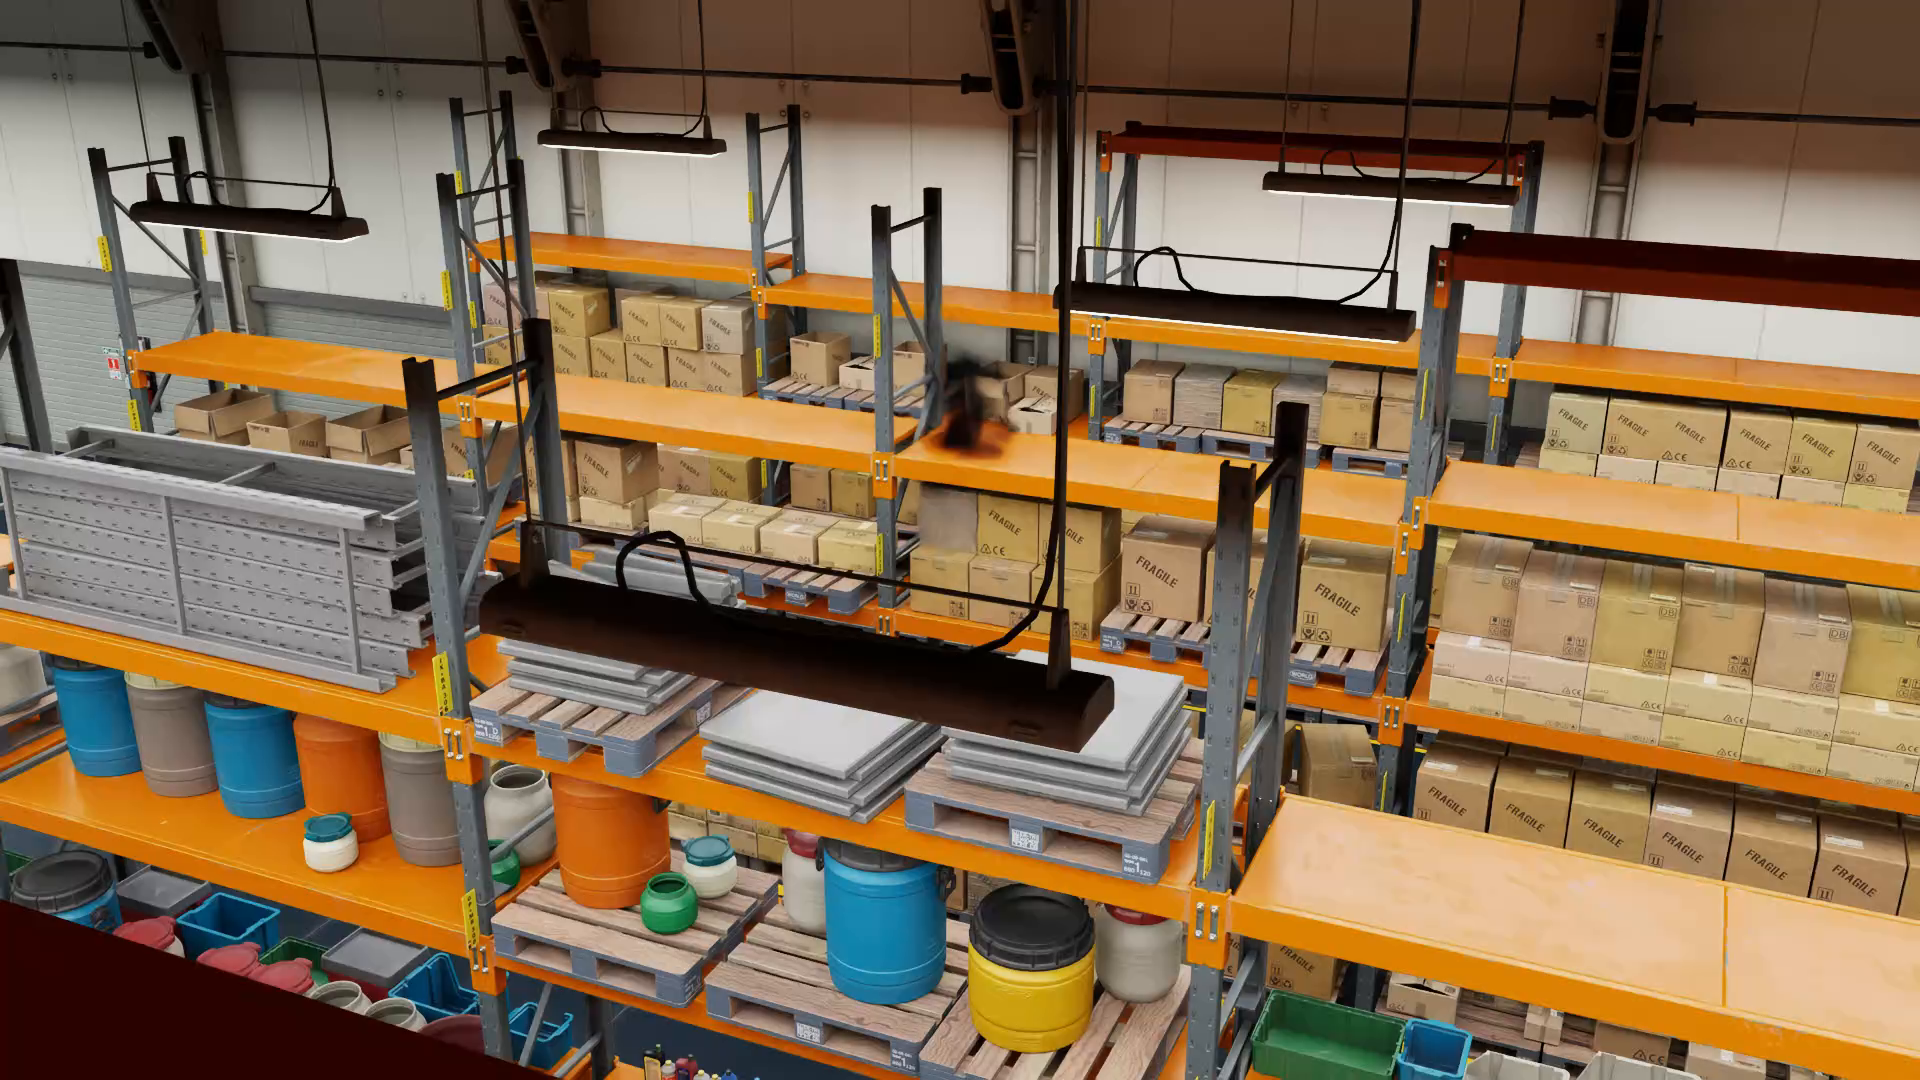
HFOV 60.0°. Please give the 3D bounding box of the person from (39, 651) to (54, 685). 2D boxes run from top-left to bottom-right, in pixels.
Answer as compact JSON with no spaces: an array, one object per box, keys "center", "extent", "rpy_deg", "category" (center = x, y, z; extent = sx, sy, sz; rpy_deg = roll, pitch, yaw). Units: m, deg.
[{"center":[-9.801,1.044,17.498],"extent":[0.708,1.810,0.659],"rpy_deg":[19,28,41],"category":"person"}]
